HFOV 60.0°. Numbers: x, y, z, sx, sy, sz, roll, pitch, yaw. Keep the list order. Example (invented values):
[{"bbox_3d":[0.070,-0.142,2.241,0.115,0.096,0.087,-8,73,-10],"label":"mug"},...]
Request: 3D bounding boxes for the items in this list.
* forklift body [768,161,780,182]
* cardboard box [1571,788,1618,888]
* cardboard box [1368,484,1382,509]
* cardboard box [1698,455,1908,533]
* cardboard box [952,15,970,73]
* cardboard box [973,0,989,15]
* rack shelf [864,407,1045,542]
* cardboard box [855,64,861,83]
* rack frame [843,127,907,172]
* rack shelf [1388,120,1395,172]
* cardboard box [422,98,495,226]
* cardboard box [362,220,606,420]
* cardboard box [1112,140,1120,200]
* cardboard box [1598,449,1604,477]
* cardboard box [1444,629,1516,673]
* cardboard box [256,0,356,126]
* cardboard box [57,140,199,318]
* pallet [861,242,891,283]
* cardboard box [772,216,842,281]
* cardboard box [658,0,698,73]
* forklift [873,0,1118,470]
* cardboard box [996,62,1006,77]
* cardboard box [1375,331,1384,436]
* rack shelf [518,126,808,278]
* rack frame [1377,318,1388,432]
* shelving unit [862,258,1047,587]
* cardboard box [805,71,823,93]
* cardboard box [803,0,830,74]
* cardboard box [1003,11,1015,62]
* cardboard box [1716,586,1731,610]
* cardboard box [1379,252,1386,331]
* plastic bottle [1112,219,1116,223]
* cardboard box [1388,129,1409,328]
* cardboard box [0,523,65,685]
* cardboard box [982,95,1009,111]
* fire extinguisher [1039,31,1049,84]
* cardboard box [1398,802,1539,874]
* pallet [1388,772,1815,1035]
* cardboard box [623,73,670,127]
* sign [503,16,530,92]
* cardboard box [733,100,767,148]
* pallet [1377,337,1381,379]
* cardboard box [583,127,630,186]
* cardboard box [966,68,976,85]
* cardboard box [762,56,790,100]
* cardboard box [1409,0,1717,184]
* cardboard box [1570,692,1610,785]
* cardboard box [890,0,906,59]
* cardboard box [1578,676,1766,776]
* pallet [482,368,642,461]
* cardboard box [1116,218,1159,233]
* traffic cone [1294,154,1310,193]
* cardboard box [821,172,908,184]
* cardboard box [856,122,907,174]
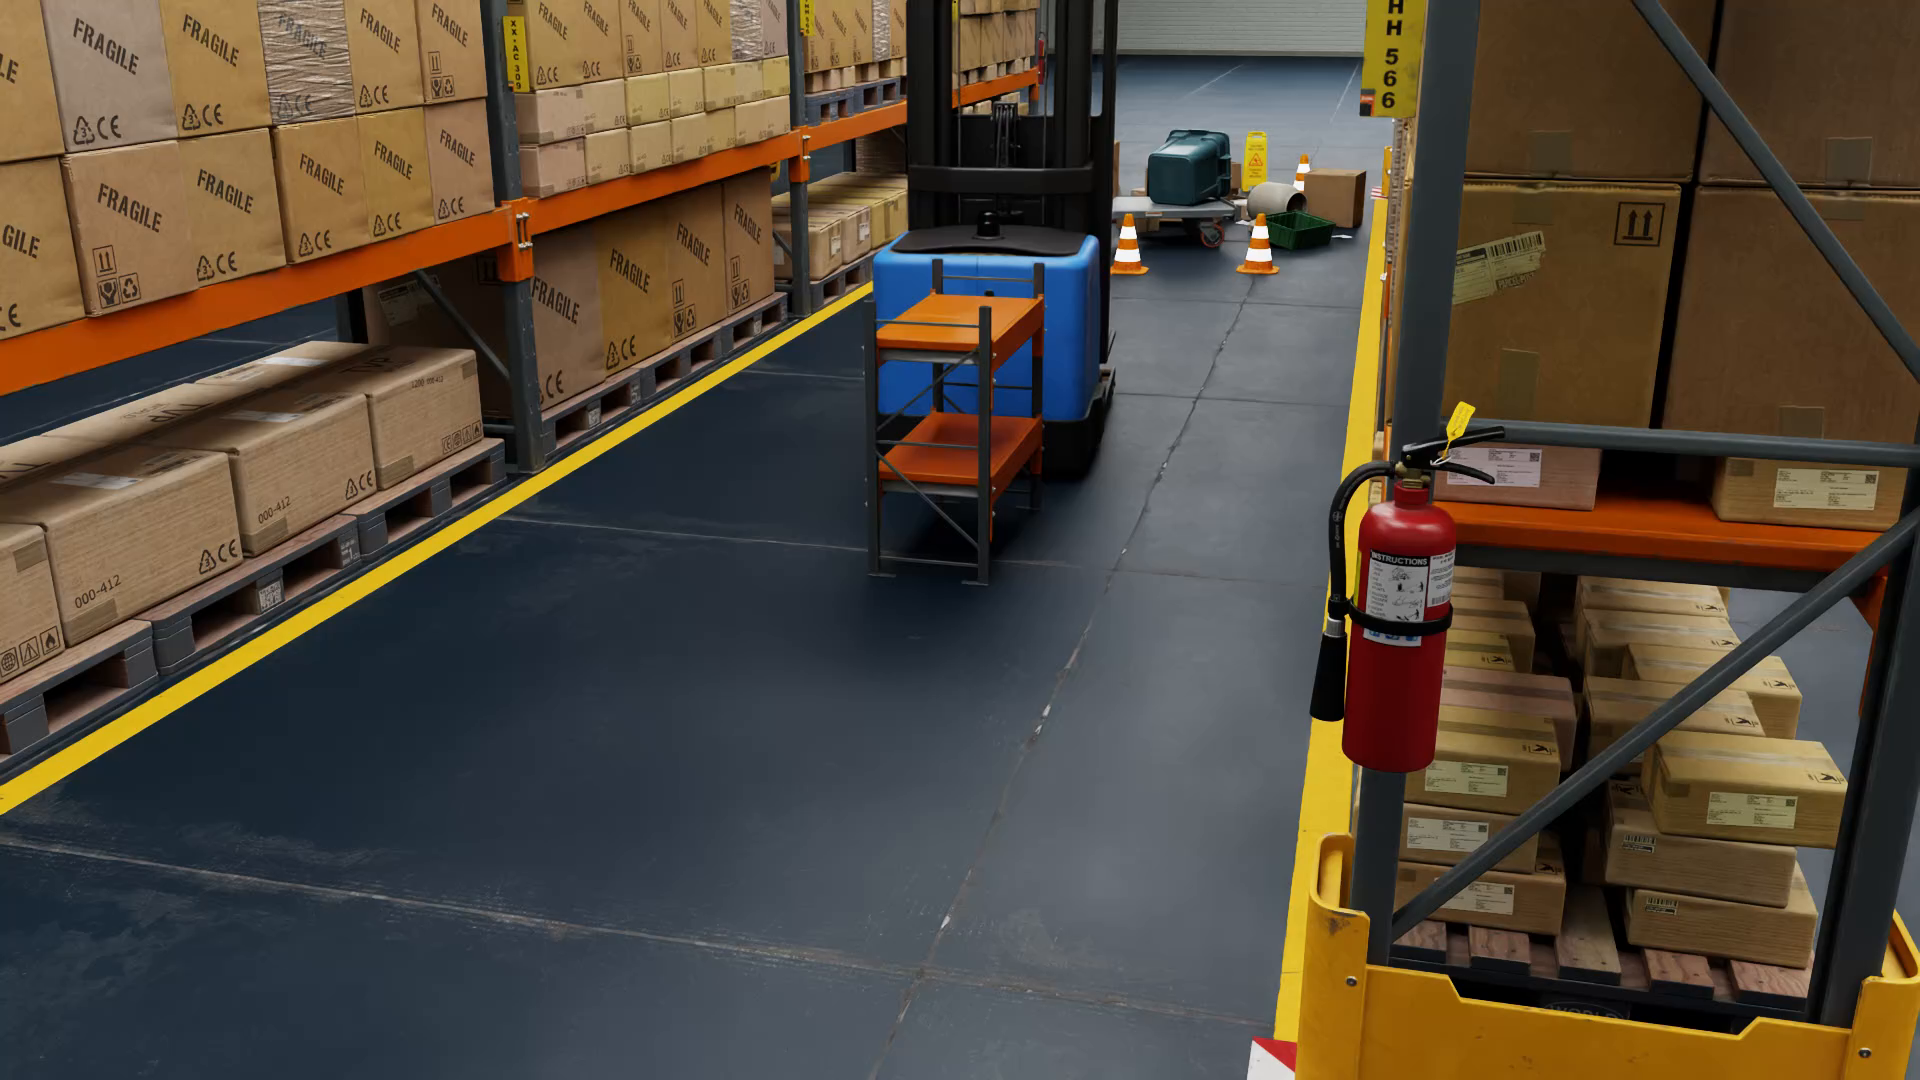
[{"bbox_3d":[-3.116,-4.798,17.908,2.313,2.155,1.214,5,19,13],"label":"forklift body"},{"bbox_3d":[1.731,0.750,4.113,0.380,0.149,0.250,5,19,13],"label":"cardboard box"},{"bbox_3d":[1.820,-0.104,6.614,0.380,0.149,0.250,5,20,15],"label":"cardboard box"},{"bbox_3d":[1.705,-0.130,3.316,0.380,0.149,0.250,4,19,13],"label":"cardboard box"},{"bbox_3d":[-0.207,-4.598,15.393,0.500,0.500,0.500,5,19,13],"label":"cardboard box"},{"bbox_3d":[-0.121,-5.234,15.709,0.700,0.500,0.500,5,19,14],"label":"cardboard box"},{"bbox_3d":[-0.002,-0.299,7.079,0.538,0.278,1.000,5,19,13],"label":"rack shelf"},{"bbox_3d":[-0.987,-3.633,12.922,0.380,0.149,0.250,5,20,16],"label":"cardboard box"},{"bbox_3d":[-0.585,-4.294,15.118,1.000,3.000,0.127,5,19,13],"label":"rack frame"},{"bbox_3d":[3.751,-2.967,12.347,1.077,0.370,4.000,5,19,13],"label":"rack shelf"},{"bbox_3d":[-2.405,-1.668,7.276,0.500,0.500,0.500,5,19,14],"label":"cardboard box"},{"bbox_3d":[-2.465,-1.180,8.640,0.875,0.875,0.875,5,20,15],"label":"cardboard box"},{"bbox_3d":[1.149,-3.338,15.015,0.500,0.500,0.500,5,19,13],"label":"cardboard box"},{"bbox_3d":[1.211,-0.254,3.679,0.380,0.149,0.250,5,19,13],"label":"cardboard box"},{"bbox_3d":[1.249,0.344,4.380,0.380,0.149,0.250,4,19,12],"label":"cardboard box"},{"bbox_3d":[-2.634,-1.818,6.169,0.500,0.500,0.500,5,19,14],"label":"cardboard box"},{"bbox_3d":[-2.883,-1.026,5.397,0.500,0.500,0.500,5,19,13],"label":"cardboard box"},{"bbox_3d":[-1.069,-2.346,13.731,1.003,0.211,1.213,5,19,13],"label":"pallet"},{"bbox_3d":[-1.414,-2.171,12.320,0.950,0.372,0.625,3,19,10],"label":"cardboard box"},{"bbox_3d":[-1.810,-2.903,9.345,0.500,0.500,0.500,4,19,12],"label":"cardboard box"},{"bbox_3d":[0.302,-2.158,8.971,1.130,2.935,3.031,3,19,8],"label":"forklift"},{"bbox_3d":[0.264,-4.888,17.246,0.380,0.149,0.250,4,19,13],"label":"cardboard box"},{"bbox_3d":[2.222,-0.695,7.798,0.500,0.500,0.500,4,19,12],"label":"cardboard box"},{"bbox_3d":[-2.051,-2.073,9.728,1.077,0.370,4.000,5,19,13],"label":"rack shelf"},{"bbox_3d":[2.285,-1.427,6.725,1.000,3.000,0.127,5,19,13],"label":"rack frame"},{"bbox_3d":[-0.002,-0.530,7.000,0.538,1.125,1.048,5,19,13],"label":"shelving unit"},{"bbox_3d":[-1.201,-3.293,11.927,0.380,0.149,0.250,3,19,10],"label":"cardboard box"},{"bbox_3d":[-1.228,-3.550,11.674,0.500,0.500,0.500,4,19,12],"label":"cardboard box"},{"bbox_3d":[0.275,-5.231,17.245,0.500,0.500,0.500,5,19,13],"label":"cardboard box"},{"bbox_3d":[2.068,0.144,4.965,0.380,0.149,0.250,5,19,14],"label":"cardboard box"},{"bbox_3d":[2.843,-1.495,10.141,0.500,0.500,0.500,4,19,11],"label":"cardboard box"},{"bbox_3d":[1.549,-3.160,16.343,0.133,0.061,0.283,8,21,23],"label":"plastic bottle"},{"bbox_3d":[1.414,-0.843,4.401,0.500,0.500,0.500,5,19,14],"label":"cardboard box"},{"bbox_3d":[-3.452,0.266,5.081,0.875,0.438,0.875,4,19,12],"label":"cardboard box"},{"bbox_3d":[0.295,-4.554,17.320,0.380,0.149,0.250,6,20,16],"label":"cardboard box"},{"bbox_3d":[0.868,-5.510,18.799,0.296,0.674,0.183,5,19,13],"label":"fire extinguisher"},{"bbox_3d":[1.160,0.648,3.949,0.380,0.149,0.250,4,19,12],"label":"cardboard box"},{"bbox_3d":[1.560,0.871,4.312,1.003,0.211,1.213,5,19,13],"label":"pallet"},{"bbox_3d":[-1.909,-2.389,9.000,0.500,0.250,0.500,5,19,14],"label":"cardboard box"},{"bbox_3d":[-2.001,-2.190,7.497,0.100,0.325,0.005,5,19,13],"label":"sign"},{"bbox_3d":[-1.543,-2.629,10.475,0.500,0.250,0.500,5,19,14],"label":"cardboard box"},{"bbox_3d":[3.070,-1.116,10.129,1.003,0.211,1.213,5,19,13],"label":"pallet"},{"bbox_3d":[-2.051,-1.995,8.619,0.500,0.250,0.500,4,19,12],"label":"cardboard box"},{"bbox_3d":[-0.056,-4.492,16.087,0.380,0.149,0.250,5,20,15],"label":"cardboard box"},{"bbox_3d":[-1.434,-3.034,10.887,0.500,0.250,0.500,5,19,13],"label":"cardboard box"},{"bbox_3d":[1.179,-0.998,3.306,0.500,0.500,0.500,4,19,12],"label":"cardboard box"},{"bbox_3d":[1.781,0.527,4.304,0.380,0.149,0.250,5,19,14],"label":"cardboard box"},{"bbox_3d":[-0.727,-4.201,13.581,0.500,0.500,0.500,5,20,15],"label":"cardboard box"},{"bbox_3d":[1.716,0.462,4.034,0.380,0.149,0.250,5,19,14],"label":"cardboard box"},{"bbox_3d":[-2.424,-0.714,8.953,1.003,0.211,1.213,5,19,13],"label":"pallet"},{"bbox_3d":[1.696,-3.086,15.811,0.258,0.266,0.396,-9,21,-24],"label":"cardboard box"},{"bbox_3d":[3.711,-3.933,17.988,0.336,0.463,0.334,5,19,13],"label":"traffic cone"},{"bbox_3d":[-0.710,-3.084,14.993,0.950,0.372,0.625,5,19,14],"label":"cardboard box"},{"bbox_3d":[-0.700,-3.753,15.978,0.500,0.500,0.500,4,19,13],"label":"cardboard box"}]
